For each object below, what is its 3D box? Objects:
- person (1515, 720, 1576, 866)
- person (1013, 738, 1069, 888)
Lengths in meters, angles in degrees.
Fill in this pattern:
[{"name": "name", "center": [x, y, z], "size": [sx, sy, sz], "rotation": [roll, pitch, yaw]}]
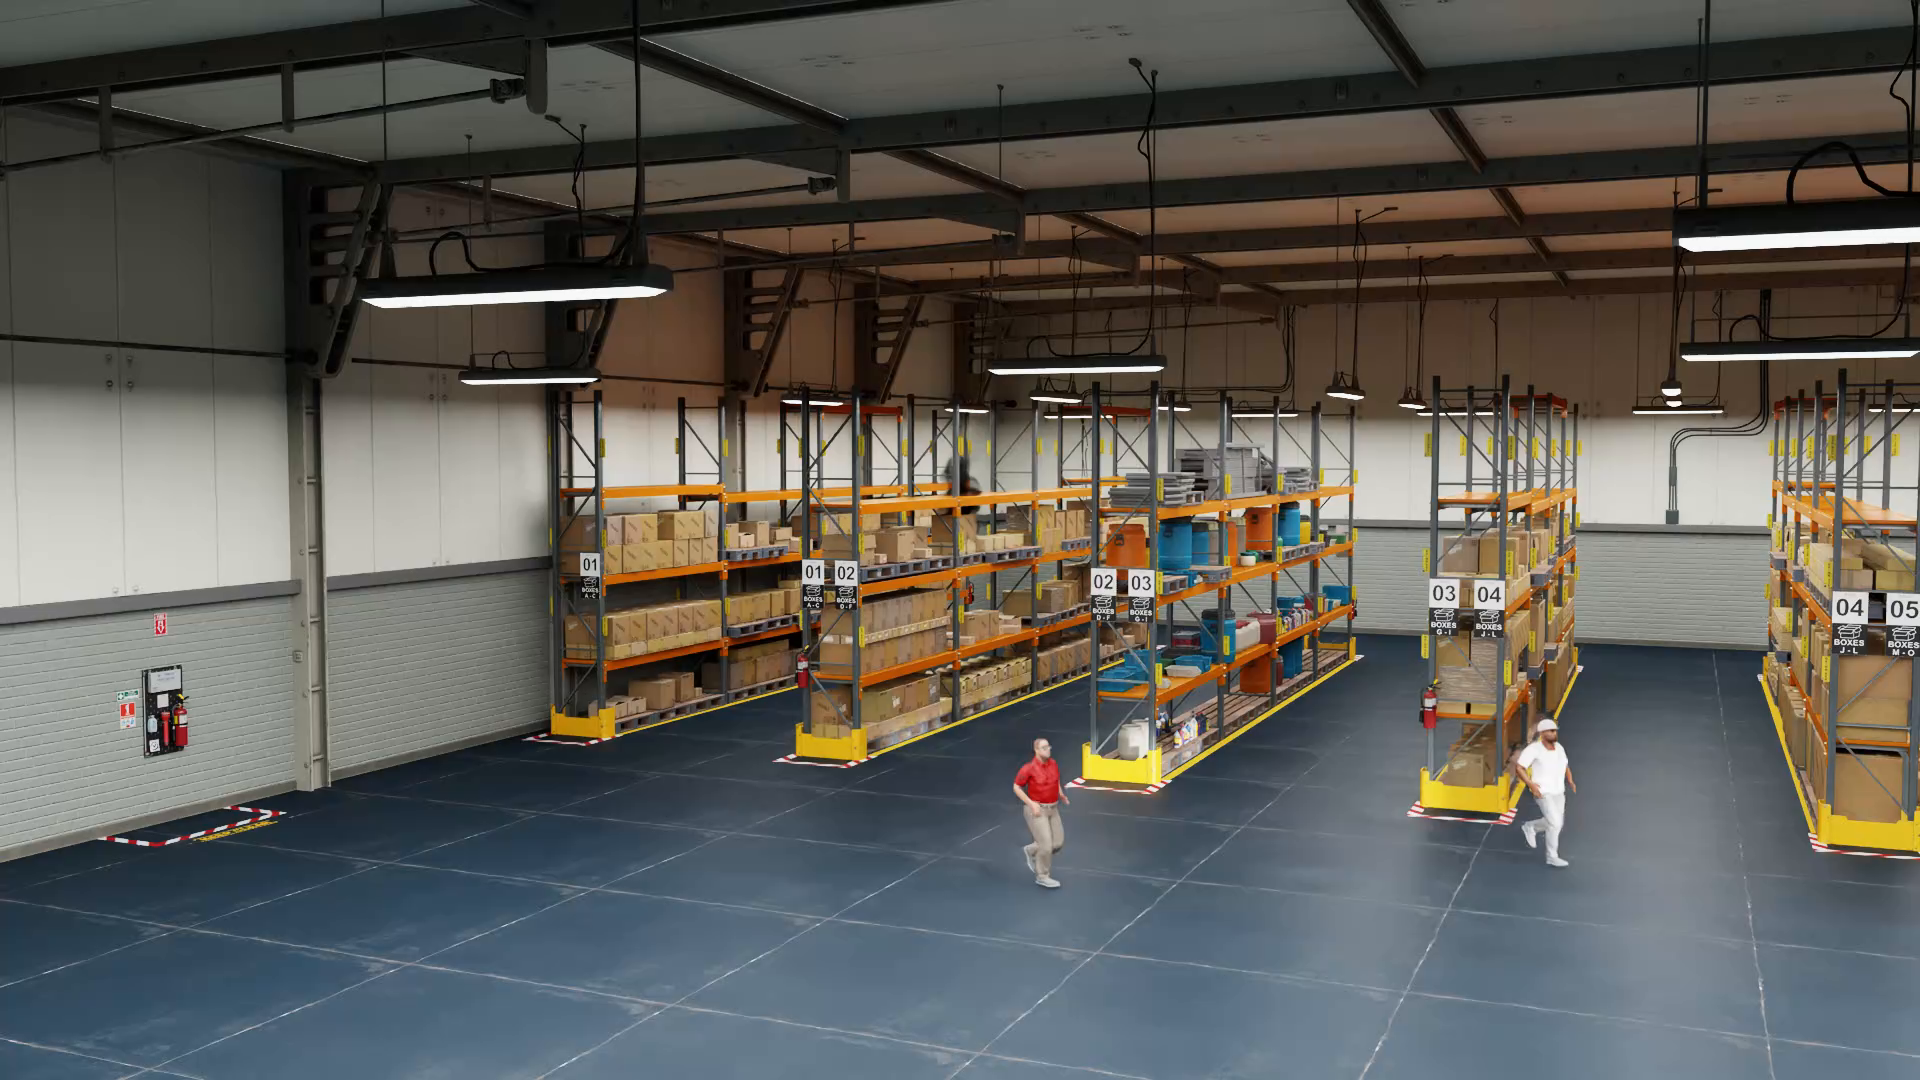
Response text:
[{"name": "person", "center": [7.056, 3.023, 20.082], "size": [0.738, 1.733, 0.795], "rotation": [-2, 4, -26]}, {"name": "person", "center": [0.916, 3.138, 19.050], "size": [0.656, 1.616, 0.644], "rotation": [-3, 4, -41]}]
